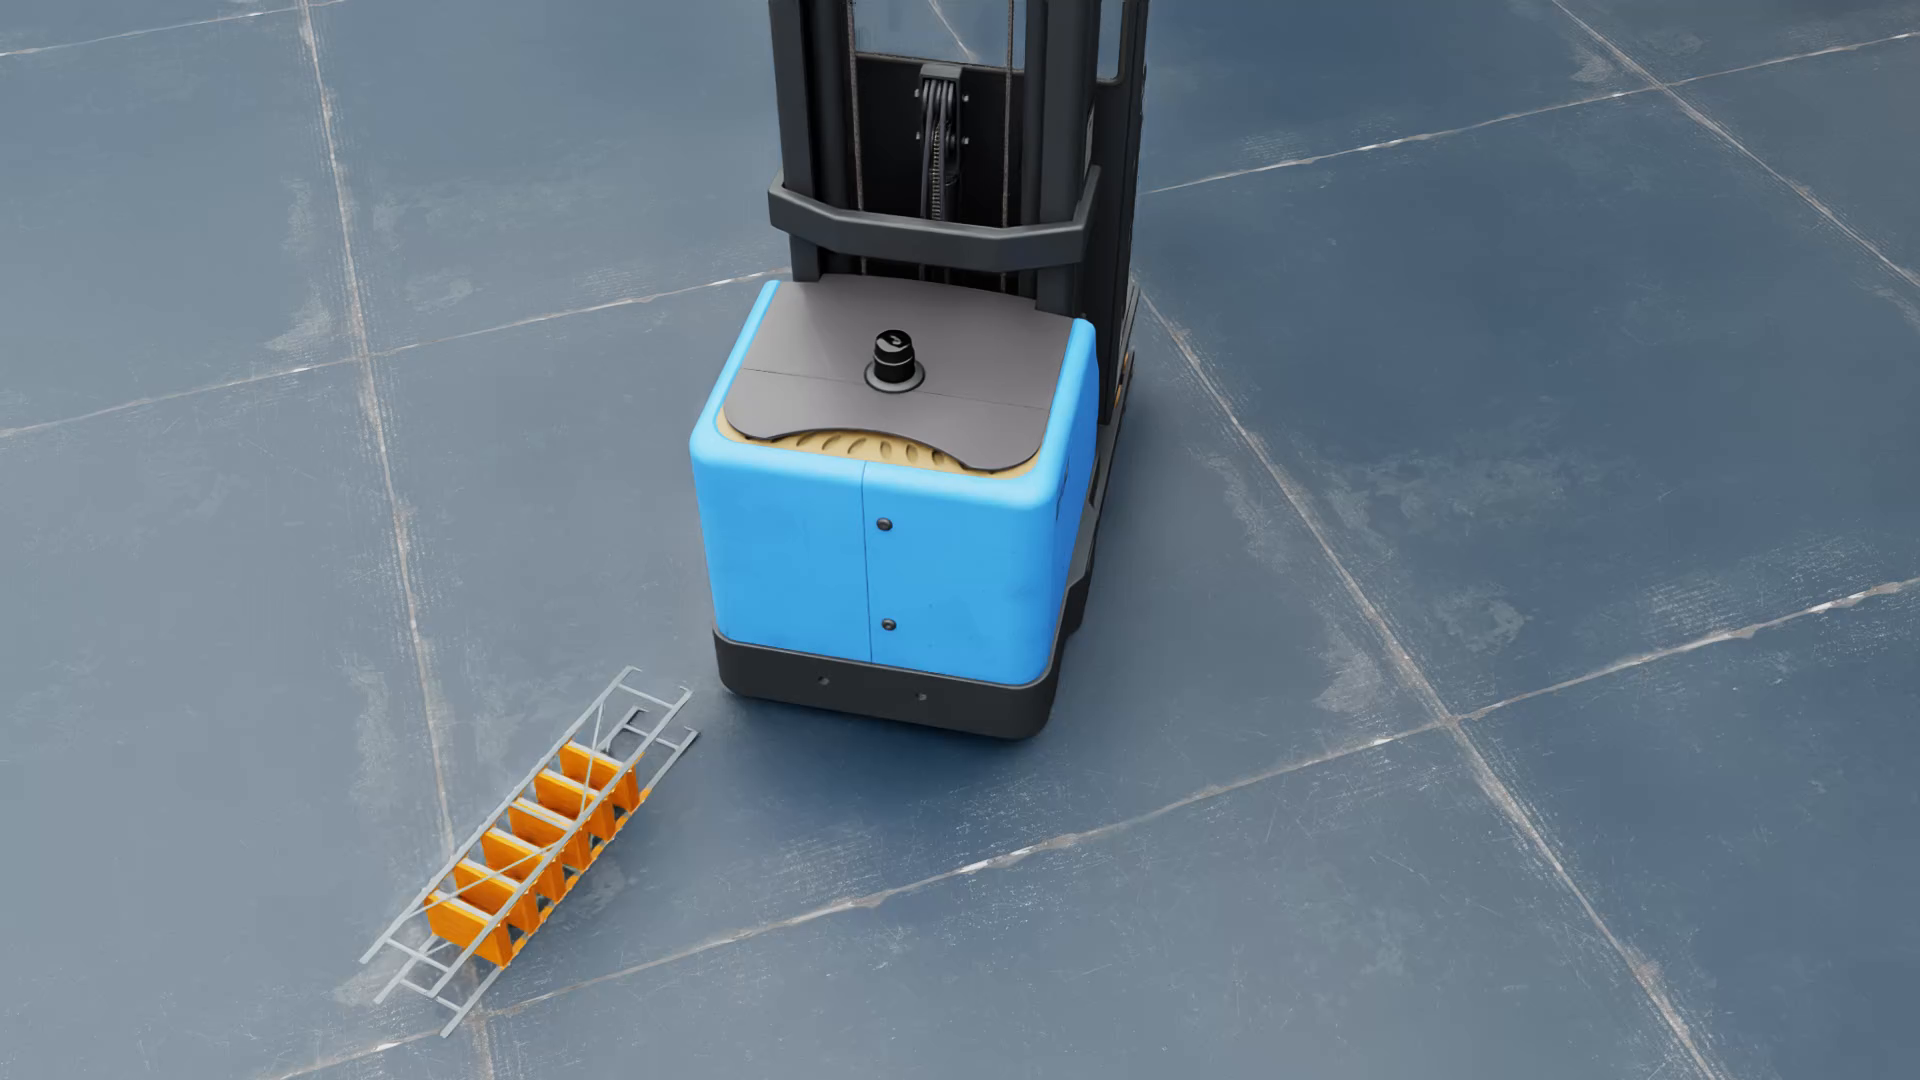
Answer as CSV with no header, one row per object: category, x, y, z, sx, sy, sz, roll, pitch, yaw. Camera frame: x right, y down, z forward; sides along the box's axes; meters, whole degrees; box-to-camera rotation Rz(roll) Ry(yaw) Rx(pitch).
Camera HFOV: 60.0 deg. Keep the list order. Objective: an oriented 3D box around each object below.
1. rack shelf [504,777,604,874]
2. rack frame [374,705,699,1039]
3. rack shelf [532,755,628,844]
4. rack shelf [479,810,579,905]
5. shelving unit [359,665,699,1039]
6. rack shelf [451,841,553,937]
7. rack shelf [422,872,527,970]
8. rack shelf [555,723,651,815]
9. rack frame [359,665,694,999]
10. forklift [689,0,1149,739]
rack shelf,-1.159,0.815,4.747,0.258,0.180,0.103,19,44,18
rack frame,-1.181,0.910,4.778,0.240,0.006,1.200,19,44,18
rack shelf,-1.106,0.745,4.829,0.258,0.180,0.103,19,44,18
rack shelf,-1.212,0.885,4.666,0.258,0.180,0.103,19,44,18
shelving unit,-1.179,0.841,4.717,0.258,0.189,1.200,19,44,18
rack shelf,-1.265,0.956,4.584,0.258,0.180,0.103,19,44,18
rack shelf,-1.318,1.026,4.502,0.258,0.180,0.103,19,44,18
rack shelf,-1.053,0.675,4.910,0.258,0.180,0.103,19,44,18
rack frame,-1.176,0.773,4.656,0.240,0.006,1.200,19,44,18
forklift,0.045,-1.491,5.166,1.130,2.935,3.031,8,46,8
